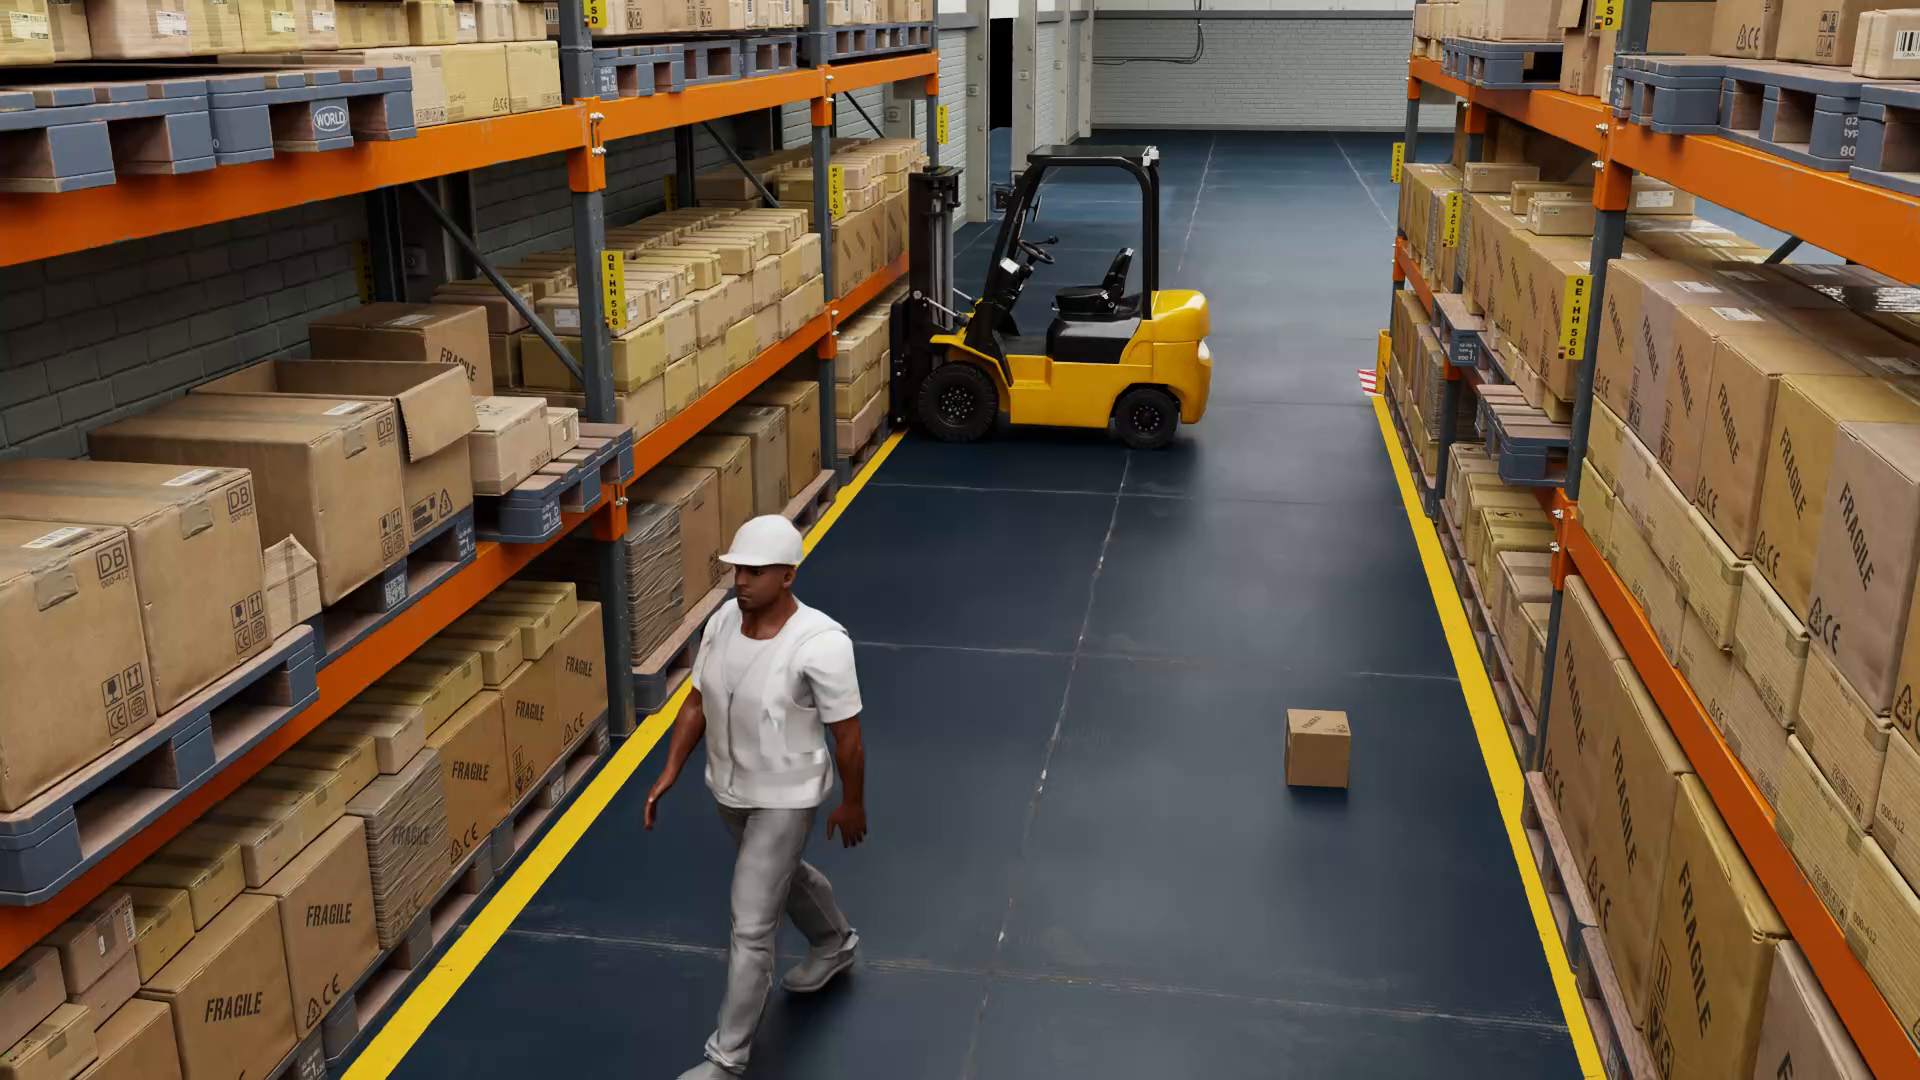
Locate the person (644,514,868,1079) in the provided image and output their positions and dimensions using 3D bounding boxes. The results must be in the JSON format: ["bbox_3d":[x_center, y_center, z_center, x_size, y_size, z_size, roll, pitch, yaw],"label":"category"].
[{"bbox_3d":[-0.653,0.779,5.097,0.587,1.718,1.008,15,23,39],"label":"person"}]
